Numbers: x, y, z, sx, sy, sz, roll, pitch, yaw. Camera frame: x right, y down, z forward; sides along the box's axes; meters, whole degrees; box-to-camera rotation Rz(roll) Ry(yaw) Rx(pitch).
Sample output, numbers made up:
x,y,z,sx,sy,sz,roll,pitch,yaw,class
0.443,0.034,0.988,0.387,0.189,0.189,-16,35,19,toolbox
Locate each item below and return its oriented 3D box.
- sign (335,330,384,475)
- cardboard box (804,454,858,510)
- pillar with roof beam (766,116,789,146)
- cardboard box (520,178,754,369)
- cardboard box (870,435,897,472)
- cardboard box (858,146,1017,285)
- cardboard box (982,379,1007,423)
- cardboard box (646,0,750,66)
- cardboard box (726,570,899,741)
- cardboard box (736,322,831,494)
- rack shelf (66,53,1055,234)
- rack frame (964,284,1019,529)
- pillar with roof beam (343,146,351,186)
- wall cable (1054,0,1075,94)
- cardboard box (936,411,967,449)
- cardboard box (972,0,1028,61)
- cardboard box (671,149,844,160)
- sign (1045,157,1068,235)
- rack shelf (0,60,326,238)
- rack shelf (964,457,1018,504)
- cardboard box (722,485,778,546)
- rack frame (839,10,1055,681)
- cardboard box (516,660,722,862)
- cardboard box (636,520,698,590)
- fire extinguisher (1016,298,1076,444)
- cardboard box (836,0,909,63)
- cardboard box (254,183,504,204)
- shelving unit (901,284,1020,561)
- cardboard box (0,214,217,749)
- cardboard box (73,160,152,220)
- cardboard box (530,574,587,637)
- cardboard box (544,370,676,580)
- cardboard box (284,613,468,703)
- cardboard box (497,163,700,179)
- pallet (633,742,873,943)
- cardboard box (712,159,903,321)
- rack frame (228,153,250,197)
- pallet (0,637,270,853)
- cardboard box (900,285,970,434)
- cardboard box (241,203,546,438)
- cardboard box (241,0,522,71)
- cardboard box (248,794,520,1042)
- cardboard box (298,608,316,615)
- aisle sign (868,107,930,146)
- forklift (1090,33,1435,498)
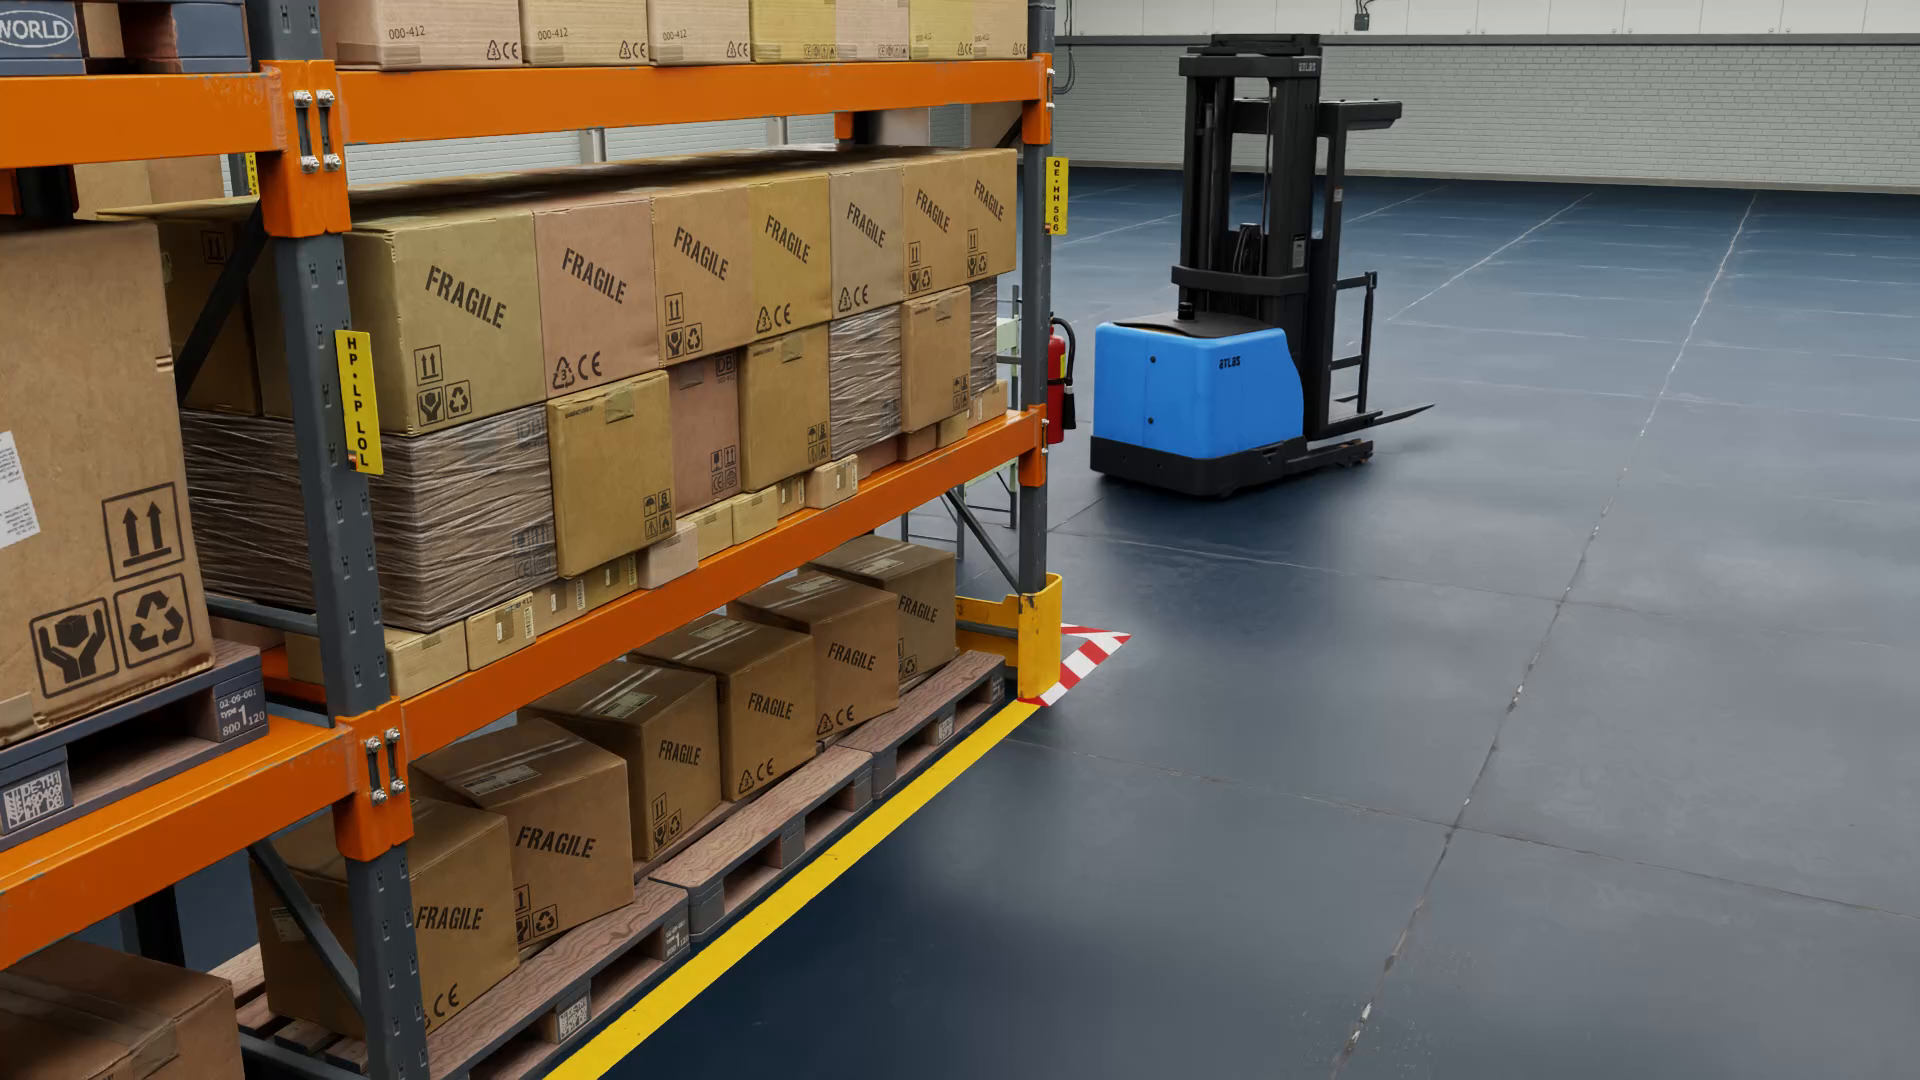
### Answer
x,y,z,sx,sy,sz,roll,pitch,yaw,class
-1.362,-0.311,3.770,0.100,0.325,0.005,8,18,25,sign
-0.591,-0.230,5.971,0.380,0.149,0.250,8,18,25,cardboard box
0.078,-11.115,31.640,9.100,9.000,0.400,8,18,25,pillar with roof beam
-0.985,-0.833,5.105,0.500,0.500,0.500,8,18,25,cardboard box
-0.467,-0.371,6.447,0.380,0.149,0.250,8,18,25,cardboard box
-0.097,-1.343,6.823,0.500,0.500,0.500,8,18,25,cardboard box
-0.015,-0.625,7.302,0.380,0.149,0.250,8,18,25,cardboard box
-0.966,-1.534,4.917,0.500,0.250,0.500,7,18,23,cardboard box
-0.603,0.466,6.840,0.500,0.500,0.500,14,22,40,cardboard box
-0.955,-0.508,5.769,0.875,0.500,0.500,8,18,25,cardboard box
-0.966,-1.428,5.560,1.077,0.370,4.000,8,18,25,rack shelf
0.167,-0.814,10.130,0.400,1.500,0.023,8,18,25,rack frame
-5.284,-8.058,21.349,9.100,9.000,0.400,8,18,25,pillar with roof beam
1.407,-12.284,41.032,3.097,2.526,0.112,8,18,25,wall cable
-0.193,-0.491,6.852,0.380,0.149,0.250,8,18,25,cardboard box
-0.060,-2.055,6.672,0.500,0.250,0.500,9,19,27,cardboard box
-0.792,-1.282,6.620,0.500,0.500,0.500,8,18,25,cardboard box
0.415,-1.475,7.135,0.100,0.325,0.005,8,18,25,sign
-2.753,-0.409,2.129,1.077,0.370,4.000,8,18,25,rack shelf
0.003,-0.408,9.909,0.431,0.370,0.720,8,18,25,rack shelf
-0.836,-0.106,5.553,0.380,0.149,0.250,8,18,25,cardboard box
-0.072,-0.845,7.600,1.000,3.000,0.127,8,18,25,rack frame
-1.189,0.759,5.852,0.500,0.500,0.500,6,18,20,cardboard box
-1.033,0.026,5.111,0.380,0.149,0.250,8,18,25,cardboard box
0.391,-0.778,7.511,0.296,0.674,0.183,8,18,25,fire extinguisher
-0.518,-1.798,5.806,0.500,0.250,0.500,9,19,27,cardboard box
-1.683,-0.773,4.903,0.500,0.500,0.500,8,18,25,cardboard box
0.003,-0.721,9.817,0.431,1.500,0.755,8,18,25,shelving unit
-2.340,-0.130,3.403,1.000,1.000,1.000,8,18,26,cardboard box
-4.828,-1.849,8.823,0.875,0.550,0.550,8,18,25,cardboard box
-1.284,0.149,4.696,0.380,0.149,0.250,8,18,25,cardboard box
-1.348,-0.246,4.886,0.875,0.500,0.500,8,18,25,cardboard box
-1.495,0.278,4.261,0.380,0.149,0.250,8,18,25,cardboard box
-1.232,-1.027,5.759,0.500,0.500,0.500,8,18,25,cardboard box
-1.047,1.024,6.207,1.003,0.211,1.213,8,18,25,pallet
-0.541,-1.088,5.964,0.500,0.500,0.500,8,18,25,cardboard box
-4.464,-1.501,9.811,1.000,3.000,0.127,8,18,25,rack frame
-2.331,0.442,3.603,1.003,0.211,1.213,8,18,25,pallet
-0.459,-0.756,6.603,0.875,0.500,0.500,8,18,25,cardboard box
-1.431,-0.578,4.247,0.500,0.500,0.500,8,18,25,cardboard box
-1.429,-1.274,4.040,0.500,0.250,0.500,7,18,23,cardboard box
-1.645,1.074,4.791,0.500,0.500,0.500,7,18,24,cardboard box
-1.906,0.140,4.726,0.380,0.149,0.250,8,18,25,cardboard box
-0.313,-2.145,7.411,0.394,0.787,0.004,8,18,25,aisle sign
2.315,-2.012,11.651,3.031,2.935,1.130,-15,22,-41,forklift
